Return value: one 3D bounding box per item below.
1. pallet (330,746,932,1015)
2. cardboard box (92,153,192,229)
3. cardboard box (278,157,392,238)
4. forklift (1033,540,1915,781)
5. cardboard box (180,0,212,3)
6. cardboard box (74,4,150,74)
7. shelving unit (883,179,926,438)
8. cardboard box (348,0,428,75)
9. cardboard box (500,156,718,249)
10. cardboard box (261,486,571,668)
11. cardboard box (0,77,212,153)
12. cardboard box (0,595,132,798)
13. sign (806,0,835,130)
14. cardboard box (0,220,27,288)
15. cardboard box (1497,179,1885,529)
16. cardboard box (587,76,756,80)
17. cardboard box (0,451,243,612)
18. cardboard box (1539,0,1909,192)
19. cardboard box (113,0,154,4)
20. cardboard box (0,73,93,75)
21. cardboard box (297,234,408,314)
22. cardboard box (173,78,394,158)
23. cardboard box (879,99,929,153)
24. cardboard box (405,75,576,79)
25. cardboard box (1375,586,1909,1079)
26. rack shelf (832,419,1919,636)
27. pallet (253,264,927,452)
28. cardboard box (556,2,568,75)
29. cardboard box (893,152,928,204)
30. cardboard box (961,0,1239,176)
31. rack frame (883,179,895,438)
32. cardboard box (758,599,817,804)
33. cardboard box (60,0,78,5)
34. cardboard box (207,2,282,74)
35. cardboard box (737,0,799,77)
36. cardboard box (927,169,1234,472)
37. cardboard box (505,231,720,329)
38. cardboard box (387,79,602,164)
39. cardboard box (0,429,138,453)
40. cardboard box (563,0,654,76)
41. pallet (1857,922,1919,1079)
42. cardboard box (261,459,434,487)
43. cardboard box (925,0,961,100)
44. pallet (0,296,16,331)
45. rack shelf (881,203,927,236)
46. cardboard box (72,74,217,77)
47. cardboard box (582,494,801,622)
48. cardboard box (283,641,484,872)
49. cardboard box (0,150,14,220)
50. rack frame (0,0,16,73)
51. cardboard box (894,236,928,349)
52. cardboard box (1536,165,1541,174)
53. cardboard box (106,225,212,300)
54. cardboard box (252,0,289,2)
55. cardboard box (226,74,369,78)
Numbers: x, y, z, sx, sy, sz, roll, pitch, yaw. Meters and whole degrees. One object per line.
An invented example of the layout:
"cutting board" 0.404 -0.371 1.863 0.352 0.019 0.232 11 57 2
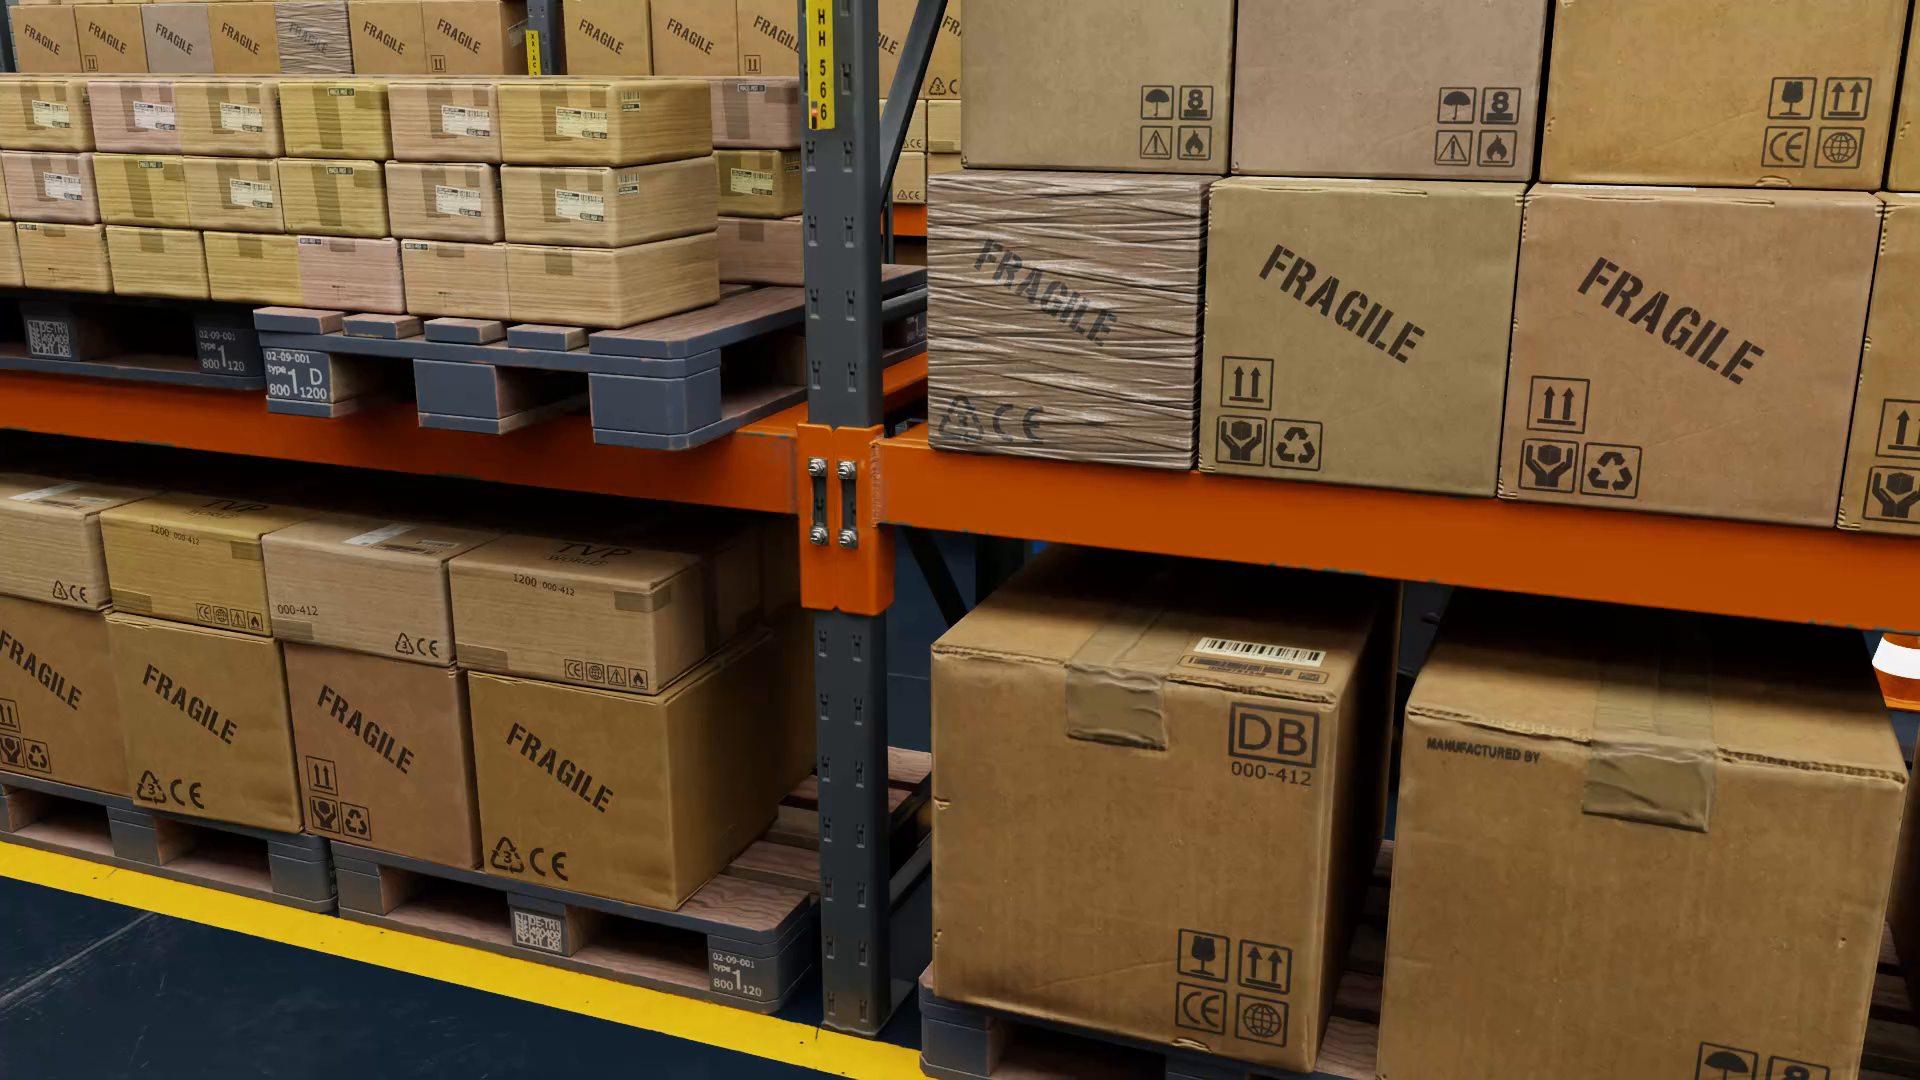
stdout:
"pallet" -0.781 0.743 4.234 1.213 0.211 1.003 6 17 21
"cardboard box" -1.639 -0.777 3.632 0.250 0.149 0.380 6 17 20
"cardboard box" -1.176 -0.725 3.454 0.250 0.149 0.380 7 17 22
"forklift" 1.437 -0.867 4.902 1.130 2.935 3.031 -12 20 -36
"cardboard box" -4.345 -3.223 9.759 0.250 0.149 0.380 6 17 21
"cardboard box" -4.949 -2.982 10.093 0.500 0.500 0.500 6 17 19
"shelving unit" 0.079 -0.712 6.934 1.048 1.500 0.538 6 17 21
"cardboard box" -3.063 -2.778 9.388 0.500 0.500 0.500 6 17 20
"cardboard box" -0.681 -0.672 3.271 0.250 0.149 0.380 7 17 22
"cardboard box" -1.261 0.073 3.929 0.500 0.250 0.500 7 17 21
"cardboard box" -1.881 -0.946 3.683 0.250 0.149 0.380 7 18 23
"cardboard box" -2.201 0.322 4.413 0.500 0.500 0.500 7 17 22
"sign" -0.245 -0.892 2.930 0.005 0.325 0.100 6 17 21
"cardboard box" -2.128 -0.687 3.858 0.250 0.149 0.380 5 17 18
"cardboard box" 1.207 -0.344 2.800 0.500 0.500 0.500 6 17 21
"cardboard box" -0.665 -1.006 3.890 0.250 0.149 0.380 6 17 19
"cardboard box" -2.216 -0.035 4.298 0.500 0.250 0.500 7 18 23
"cardboard box" 1.308 -0.892 2.892 0.500 0.500 0.700 6 17 20
"cardboard box" -4.825 -3.273 9.930 0.250 0.149 0.380 6 17 19
"cardboard box" -2.597 -1.220 4.625 0.250 0.149 0.380 6 17 20
"cardboard box" -1.152 -0.580 3.488 0.250 0.149 0.380 7 17 22
"cardboard box" -1.405 -0.893 3.499 0.250 0.149 0.380 7 18 22
"cardboard box" -0.322 -2.113 8.443 0.500 0.250 0.500 6 17 19
"cardboard box" -1.137 -1.060 4.075 0.250 0.149 0.380 6 17 18
"cardboard box" 1.293 0.538 3.224 0.750 0.750 1.050 7 17 21
"rack shelf" 1.806 0.035 2.964 4.000 0.370 1.077 6 17 21
"pallet" -0.757 -0.468 3.751 1.003 0.211 1.213 6 17 21
"cardboard box" -2.408 -2.858 9.667 0.500 0.500 0.500 6 17 21
"cardboard box" -0.327 -1.871 8.506 0.500 0.250 0.500 6 17 20
"cardboard box" 0.359 -0.995 3.248 0.500 0.500 0.700 6 17 20
"rack frame" -0.394 -0.764 7.114 0.032 1.500 0.500 6 17 21
"cardboard box" -0.619 0.345 4.336 0.500 0.500 0.500 6 17 18
"cardboard box" -5.276 -3.351 10.200 0.250 0.149 0.380 7 17 22
"cardboard box" -4.003 -2.881 9.743 0.500 0.500 0.500 6 17 21
"cardboard box" -0.801 -2.530 8.537 0.500 0.500 0.500 6 17 19
"cardboard box" 0.264 -0.447 3.155 0.500 0.500 0.500 6 17 21
"cardboard box" -0.682 -0.528 3.308 0.250 0.149 0.380 7 17 22
"cardboard box" -0.912 -0.840 3.316 0.250 0.149 0.380 6 17 20
"cardboard box" -2.517 -0.219 4.934 0.500 0.250 0.500 7 18 23
"cardboard box" -1.750 -2.627 8.871 0.500 0.500 0.500 6 17 21
"pallet" 1.782 1.049 3.181 1.213 0.211 1.003 6 17 21
"cardboard box" -1.535 -0.116 4.578 0.500 0.250 0.500 6 17 21
"cardboard box" 0.151 -2.426 8.176 0.500 0.500 0.500 6 17 21
"pallet" -3.118 -0.716 4.605 1.213 0.211 1.003 6 17 21
"rack shelf" -0.193 -1.669 8.831 4.000 0.370 1.077 6 17 21
"cardboard box" -2.119 -1.167 4.445 0.250 0.149 0.380 5 17 18
"cardboard box" -0.607 -0.010 4.213 0.500 0.250 0.500 5 17 18
"cardboard box" -1.245 0.430 4.043 0.500 0.500 0.500 7 18 23
"cardboard box" -2.122 -0.829 3.814 0.250 0.149 0.380 6 17 20
"rack frame" -5.775 -2.628 10.845 0.127 3.000 1.000 6 17 21
"cardboard box" 0.227 -1.175 8.900 0.875 0.875 0.875 7 17 21
"cardboard box" 0.926 -0.536 3.459 0.500 0.500 0.500 6 17 21
"cardboard box" -1.634 -0.633 3.672 0.250 0.149 0.380 5 17 18
"cardboard box" -3.857 -3.176 9.596 0.250 0.149 0.380 6 17 21
"cardboard box" -1.637 -1.114 4.260 0.250 0.149 0.380 7 18 22
